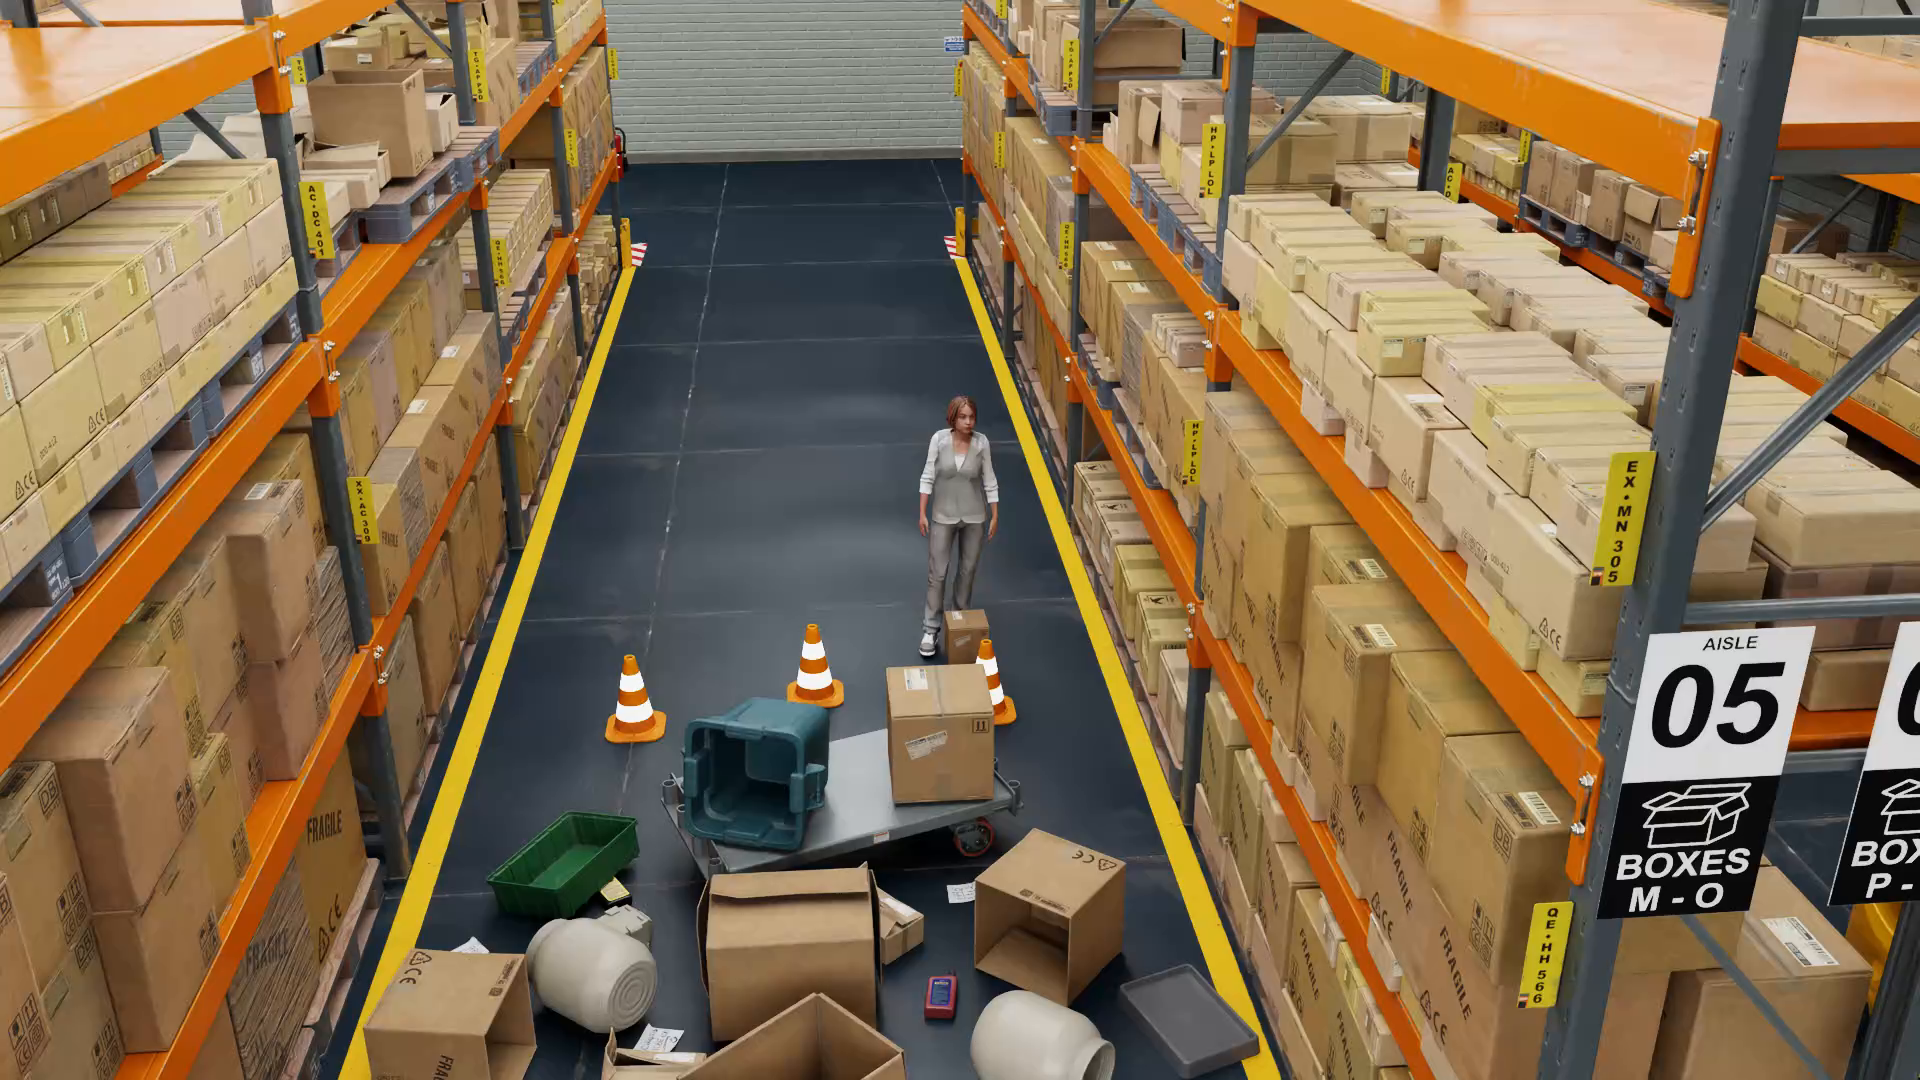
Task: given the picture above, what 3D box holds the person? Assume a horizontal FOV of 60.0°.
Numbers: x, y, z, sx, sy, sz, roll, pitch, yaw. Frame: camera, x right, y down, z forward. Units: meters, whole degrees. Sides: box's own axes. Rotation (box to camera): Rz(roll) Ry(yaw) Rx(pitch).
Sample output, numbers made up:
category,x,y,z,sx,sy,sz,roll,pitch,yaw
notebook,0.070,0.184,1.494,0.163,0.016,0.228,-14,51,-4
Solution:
category,x,y,z,sx,sy,sz,roll,pitch,yaw
person,-0.011,-0.090,10.292,0.520,1.600,0.472,-2,24,-5
